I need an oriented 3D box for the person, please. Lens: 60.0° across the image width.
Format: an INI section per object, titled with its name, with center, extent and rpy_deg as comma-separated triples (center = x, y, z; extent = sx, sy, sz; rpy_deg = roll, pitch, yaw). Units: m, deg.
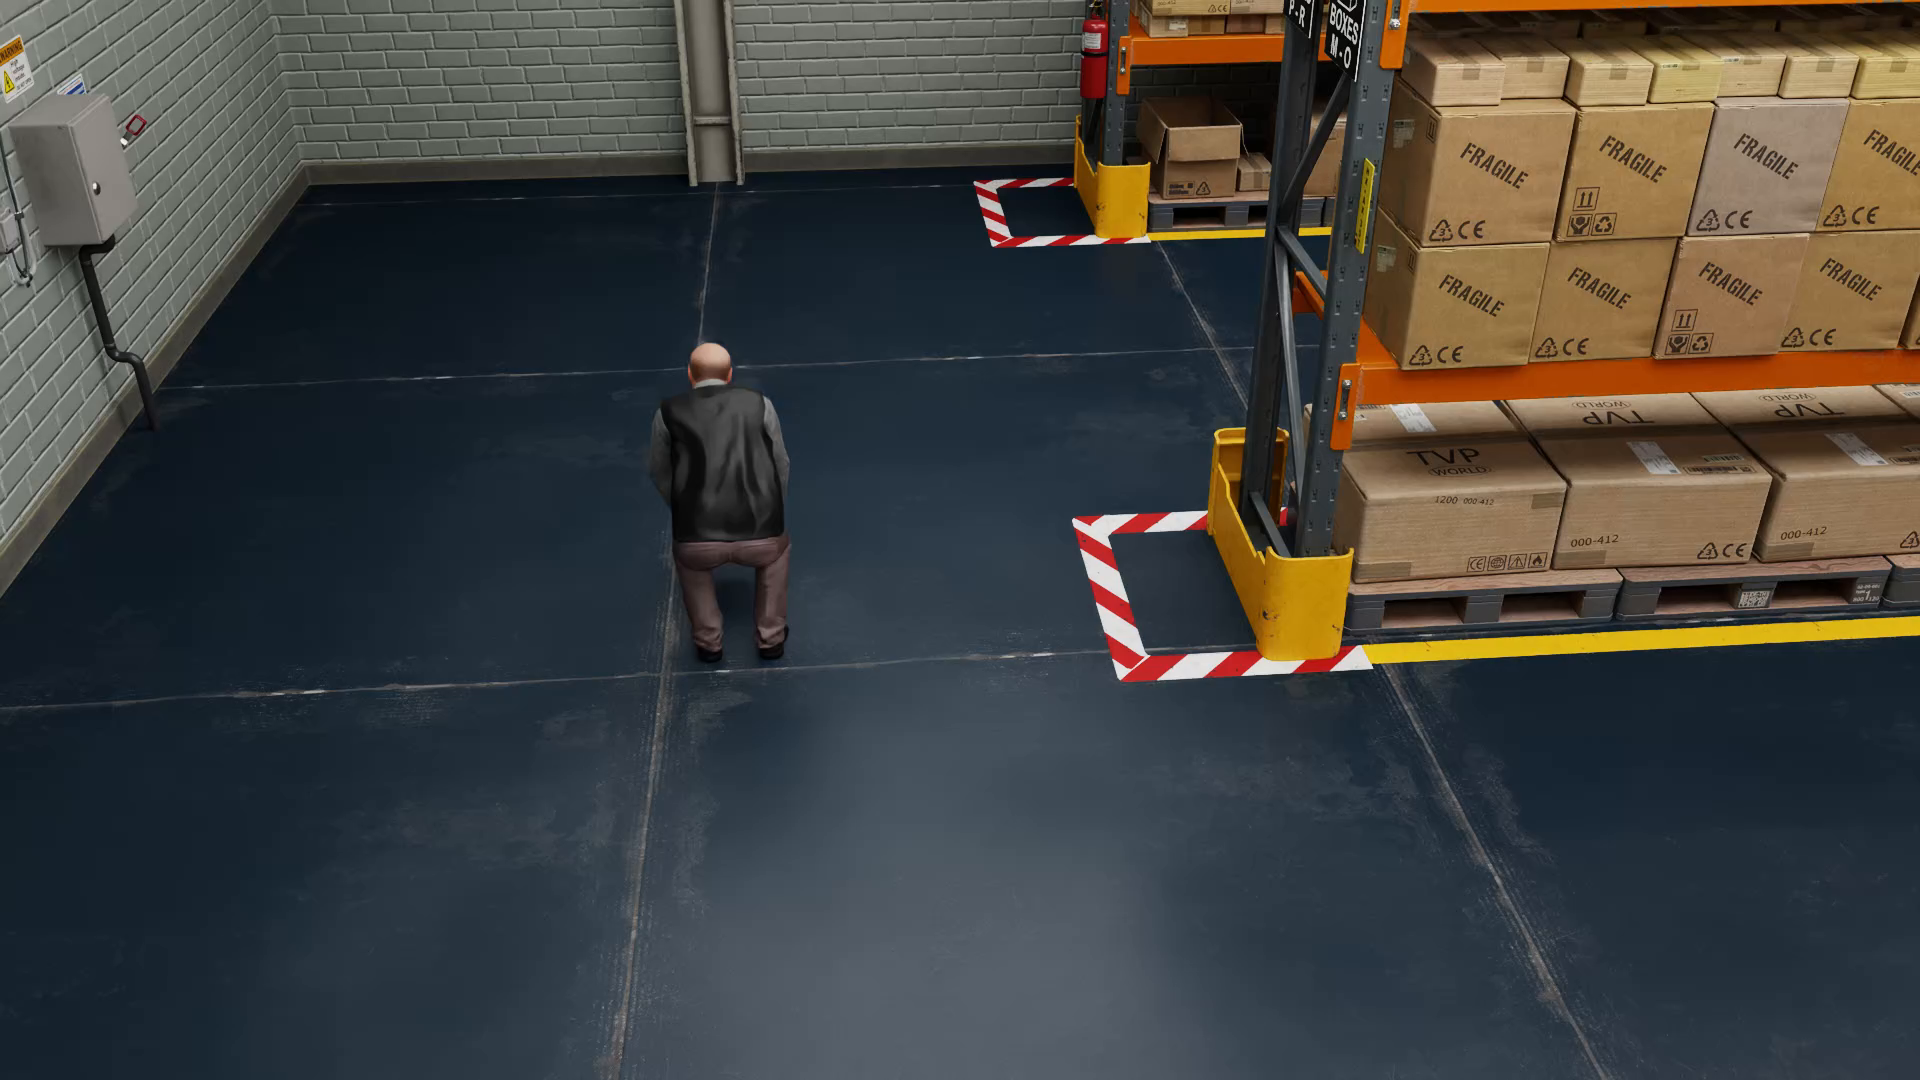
[person]
center = -0.984, -0.118, 6.834
extent = 0.583, 1.232, 0.789
rpy_deg = -3, 31, -5
